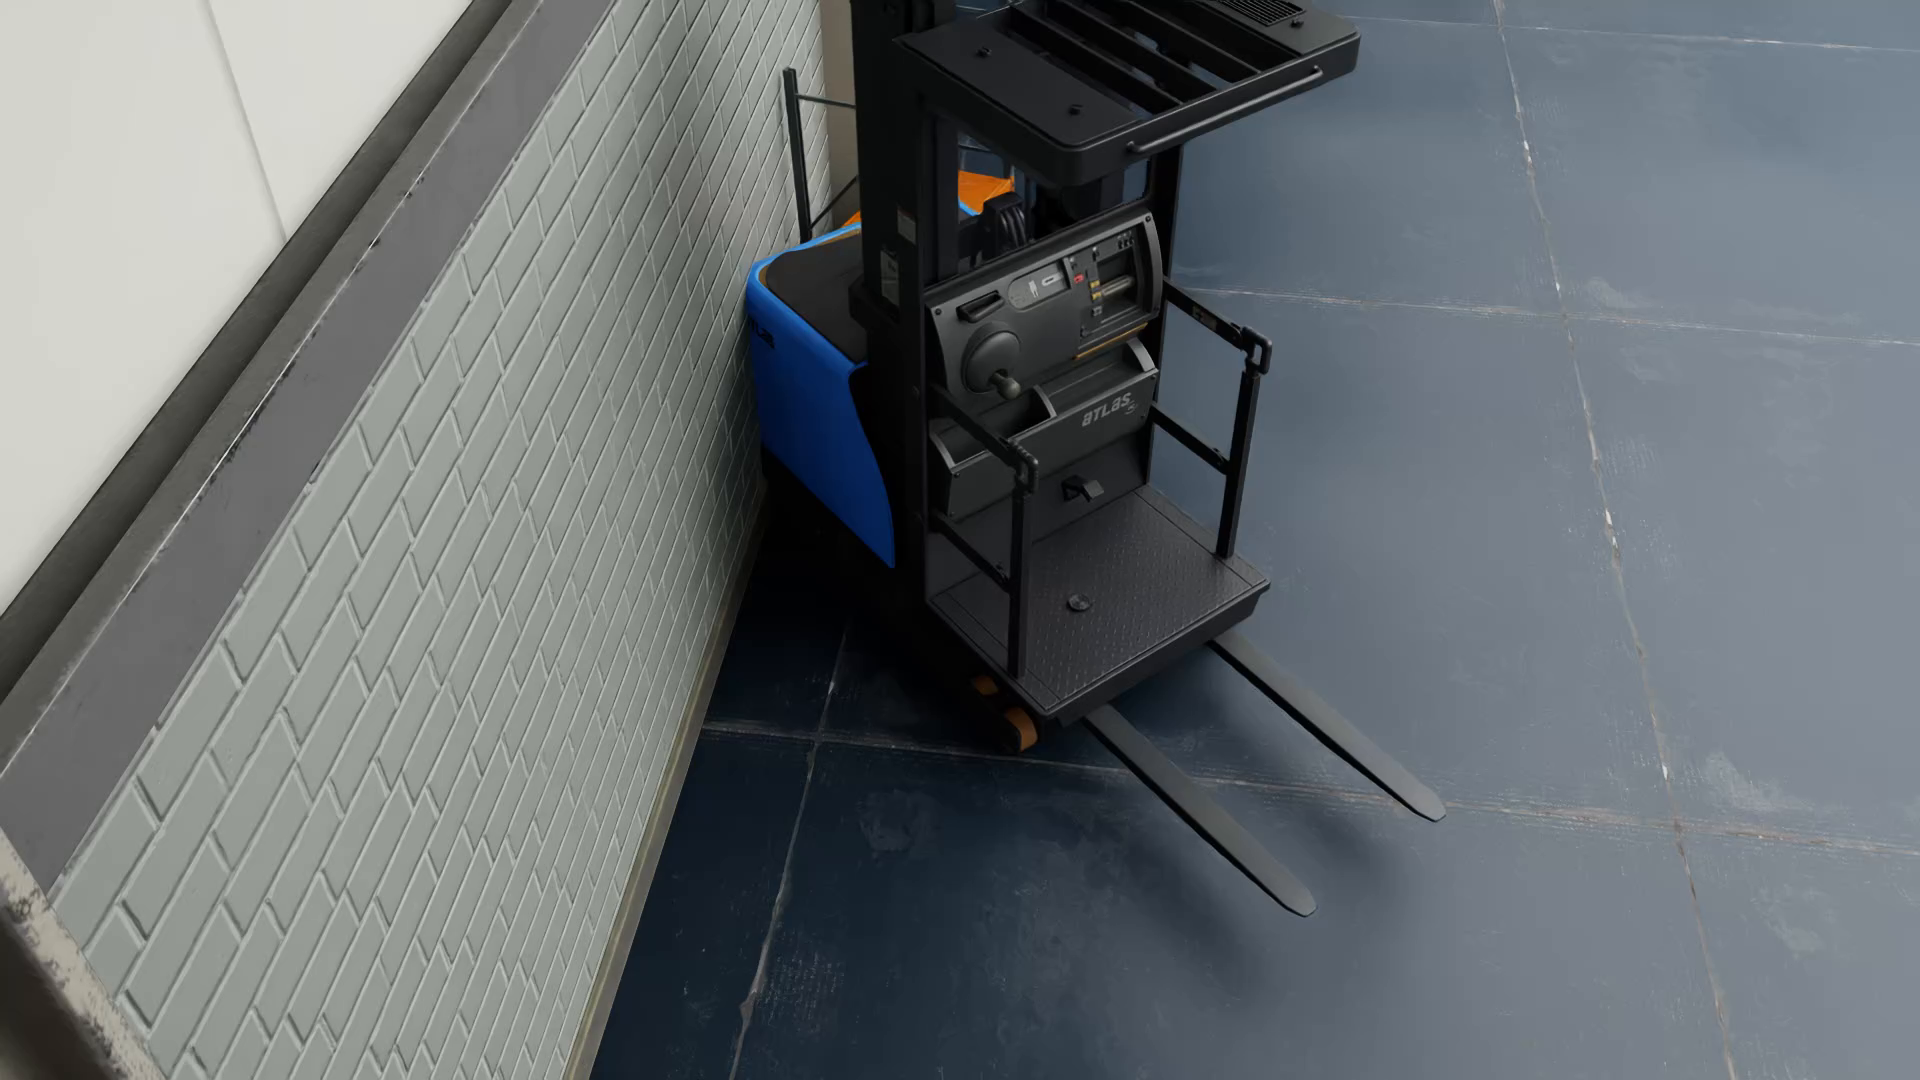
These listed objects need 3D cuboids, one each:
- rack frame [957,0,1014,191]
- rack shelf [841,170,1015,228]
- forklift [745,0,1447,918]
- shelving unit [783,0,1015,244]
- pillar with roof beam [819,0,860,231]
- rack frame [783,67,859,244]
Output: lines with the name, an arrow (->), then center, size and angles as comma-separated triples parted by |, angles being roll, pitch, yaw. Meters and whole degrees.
rack frame -> 0.008, -1.776, 7.515 | 0.500, 1.500, 0.032 | 15, 43, 20
rack shelf -> -0.204, -1.340, 7.280 | 0.538, 0.185, 1.000 | 15, 43, 20
forklift -> 0.427, -0.694, 5.351 | 1.130, 2.935, 3.031 | -28, 50, -26
shelving unit -> -0.214, -1.473, 7.159 | 0.587, 1.500, 1.083 | 15, 43, 20
pillar with roof beam -> 3.841, -4.232, 4.674 | 9.100, 9.000, 0.400 | 5, 44, 6
rack frame -> -0.428, -1.180, 6.816 | 0.500, 1.500, 0.032 | 15, 43, 20
